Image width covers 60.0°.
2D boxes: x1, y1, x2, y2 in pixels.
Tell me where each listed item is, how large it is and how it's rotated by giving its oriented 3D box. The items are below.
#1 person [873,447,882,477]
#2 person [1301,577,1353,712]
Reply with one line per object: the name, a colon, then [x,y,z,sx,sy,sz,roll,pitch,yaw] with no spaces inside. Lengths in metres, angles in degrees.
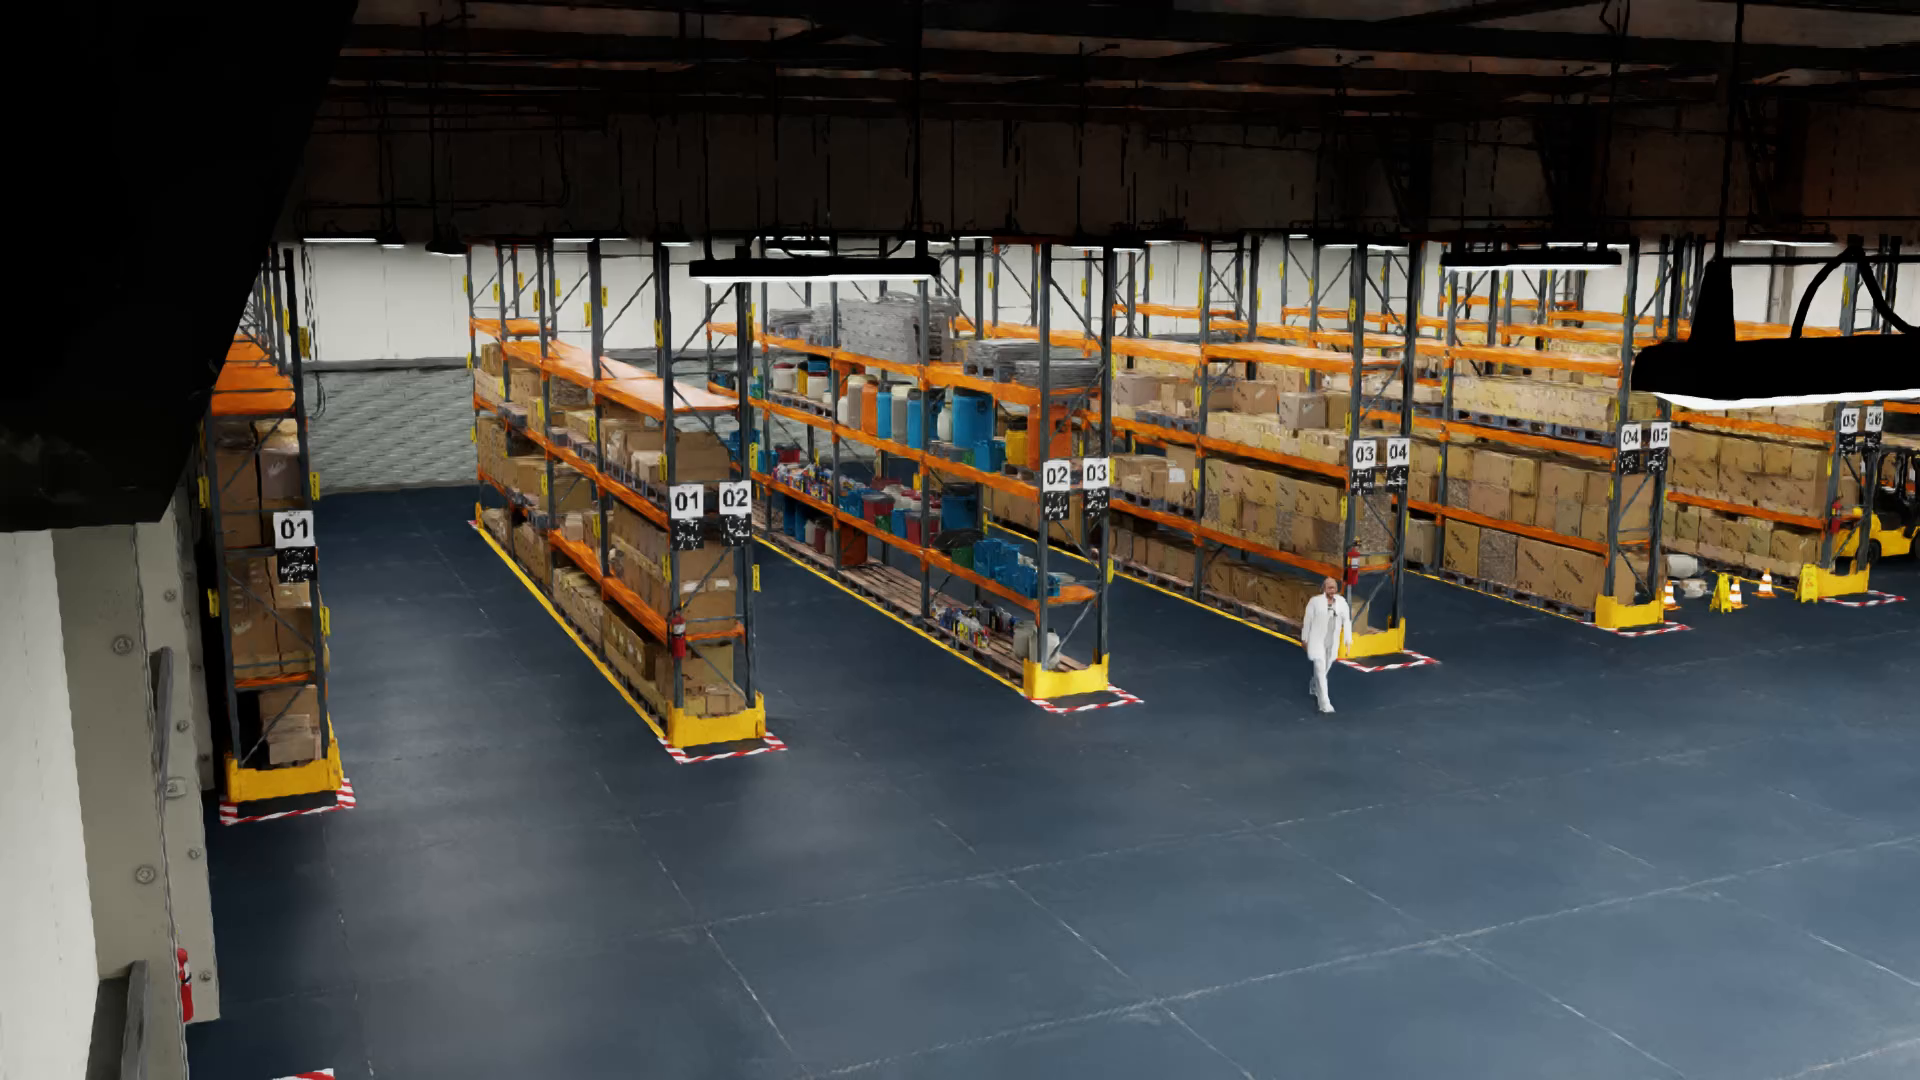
person: [-1.701,-1.244,35.074,0.575,1.665,0.572,0,11,-1]
person: [4.798,1.323,21.690,0.576,1.712,1.086,-3,11,-14]
